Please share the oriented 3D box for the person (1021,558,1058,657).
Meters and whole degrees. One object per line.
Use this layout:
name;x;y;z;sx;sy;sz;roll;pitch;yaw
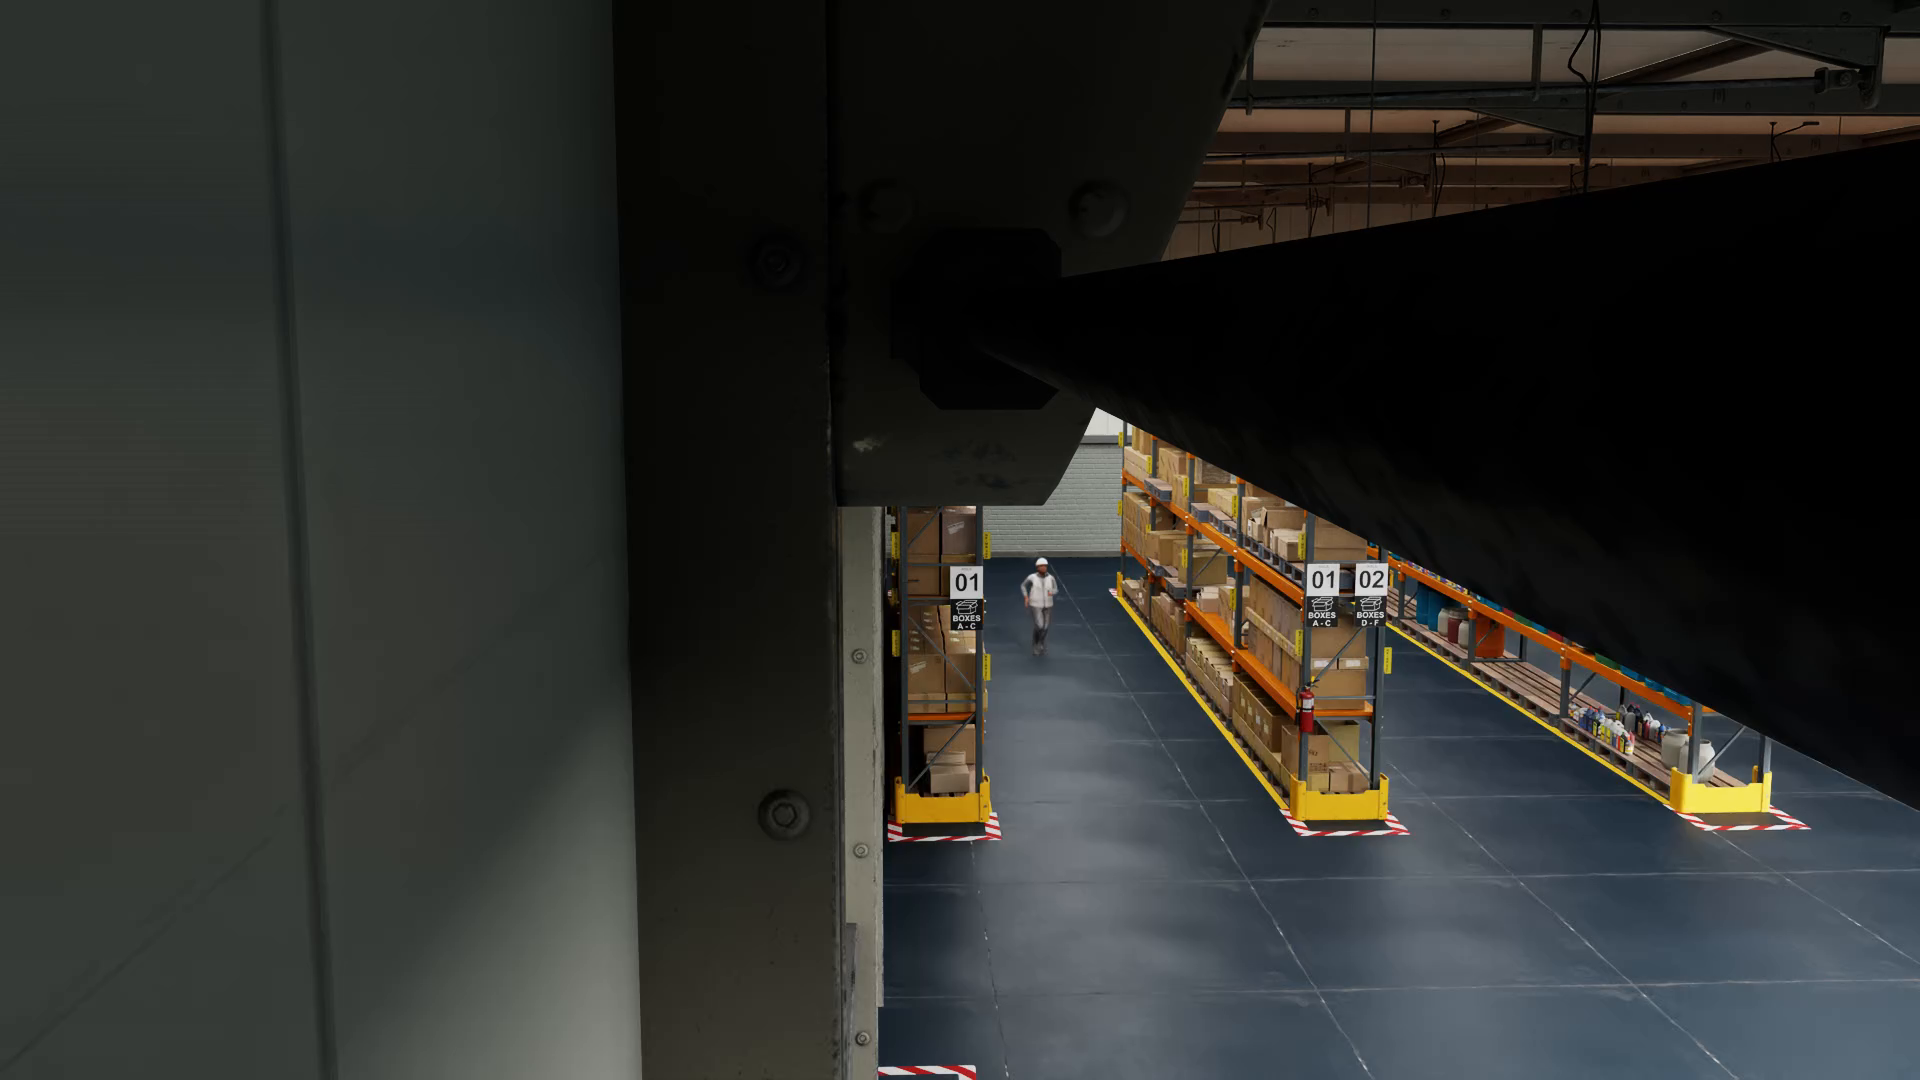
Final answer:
person;1.477;1.221;30.220;0.621;1.799;0.721;-3;8;-17
